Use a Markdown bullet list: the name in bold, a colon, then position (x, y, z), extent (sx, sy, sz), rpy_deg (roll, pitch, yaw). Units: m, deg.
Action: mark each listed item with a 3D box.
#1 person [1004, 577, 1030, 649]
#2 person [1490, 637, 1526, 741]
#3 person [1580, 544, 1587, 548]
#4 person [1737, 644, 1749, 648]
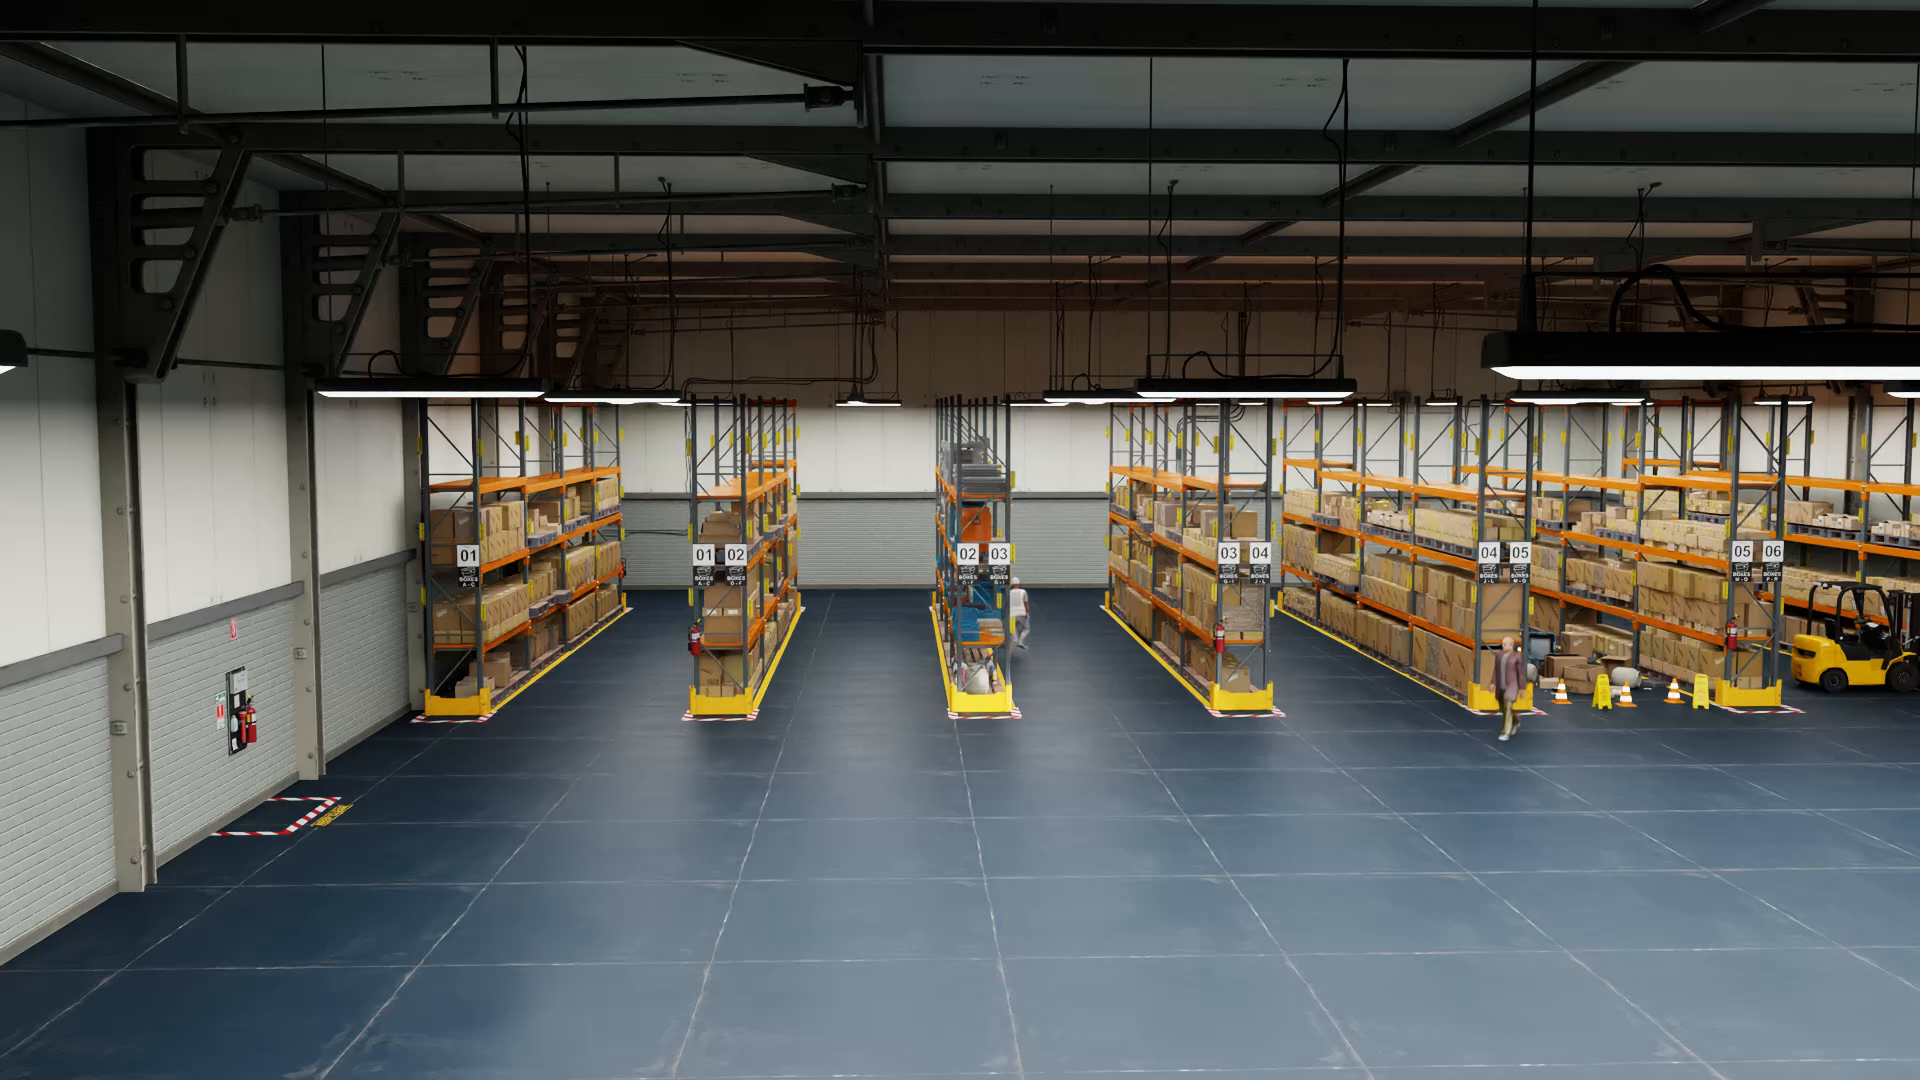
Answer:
- **person**: position (1.319, 1.669, 38.304), extent (0.591, 1.630, 0.652), rpy_deg (1, 5, 11)
- **person**: position (9.551, 2.655, 28.935), extent (0.896, 1.566, 0.569), rpy_deg (-3, 5, -32)
- **person**: position (18.670, 0.961, 49.688), extent (0.986, 1.684, 0.537), rpy_deg (-1, 5, -7)
- **person**: position (16.943, 2.103, 36.076), extent (0.406, 1.597, 0.723), rpy_deg (-1, 5, -13)
